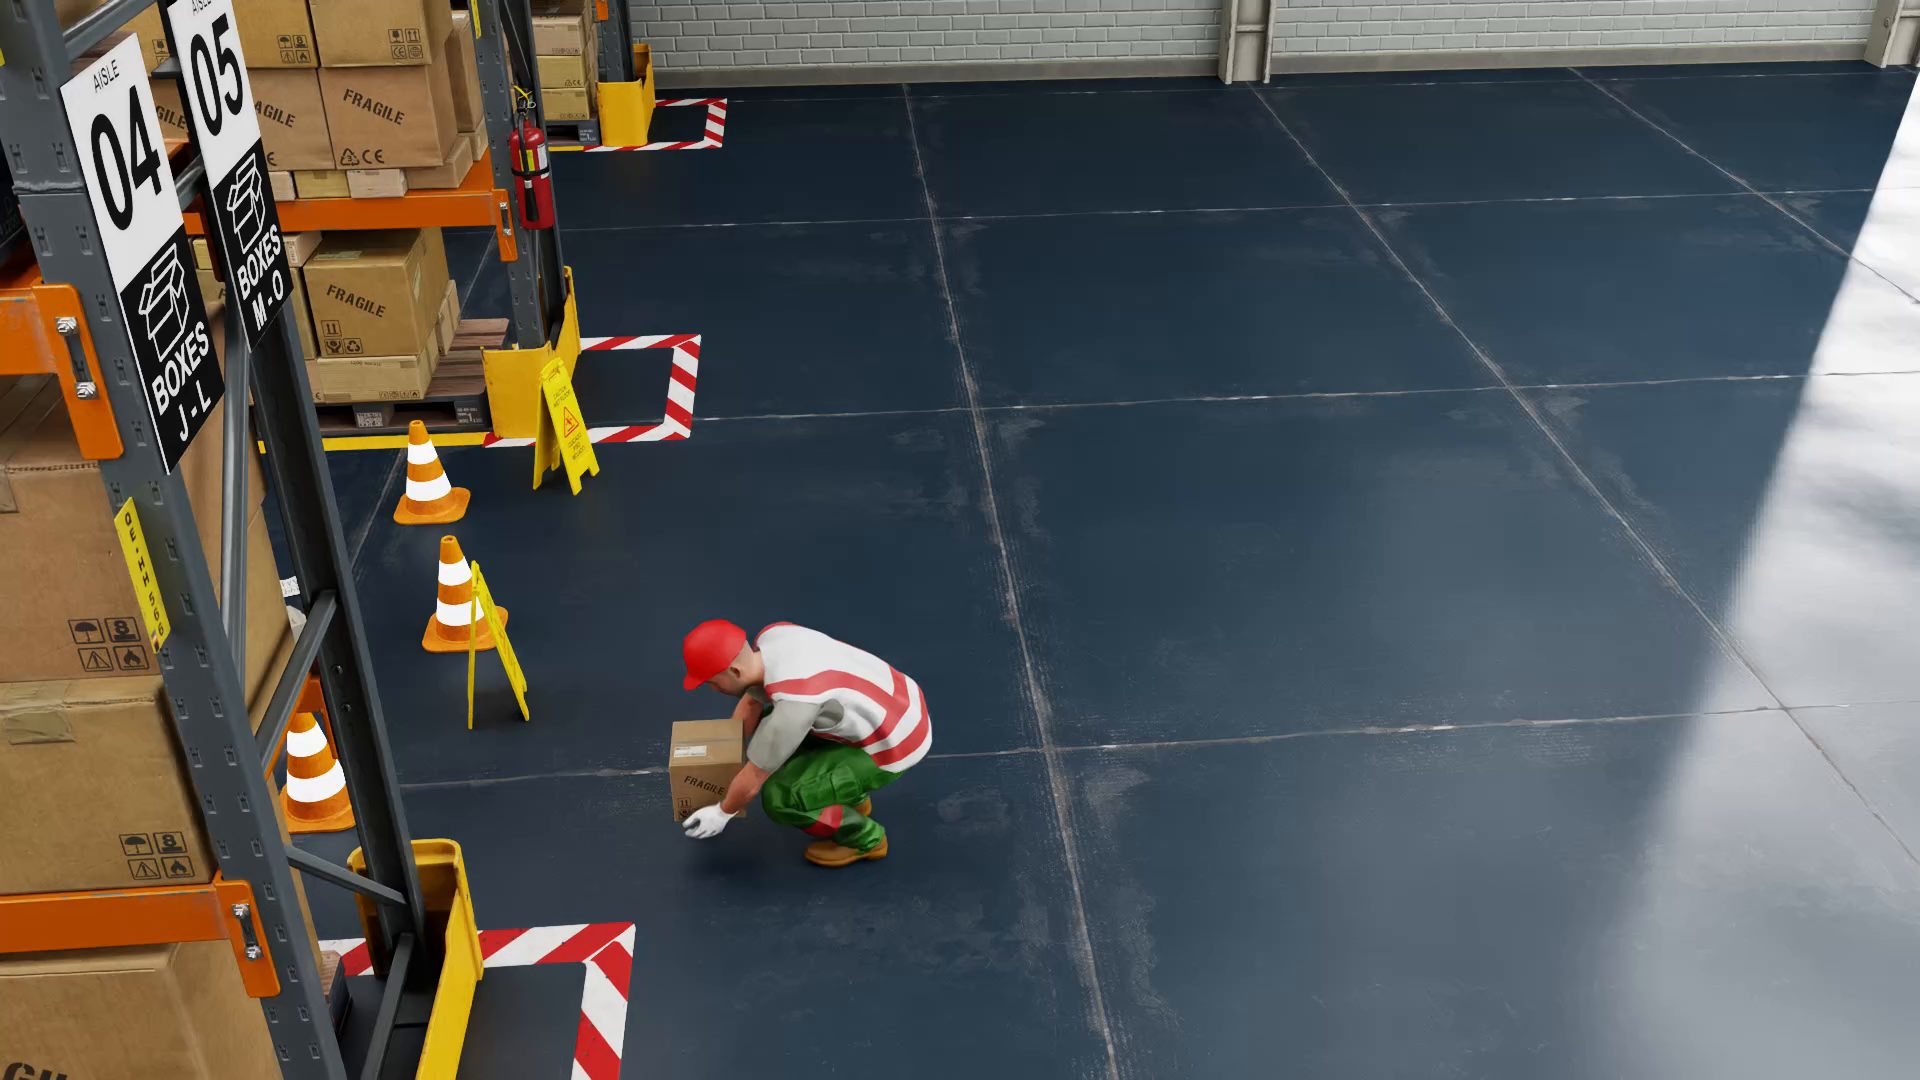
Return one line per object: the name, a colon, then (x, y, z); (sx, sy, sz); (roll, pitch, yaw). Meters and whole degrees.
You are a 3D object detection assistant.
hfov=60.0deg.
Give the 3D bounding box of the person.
person: (-0.540, 0.665, 5.781); (0.884, 0.991, 0.567); (-3, 31, -4)
